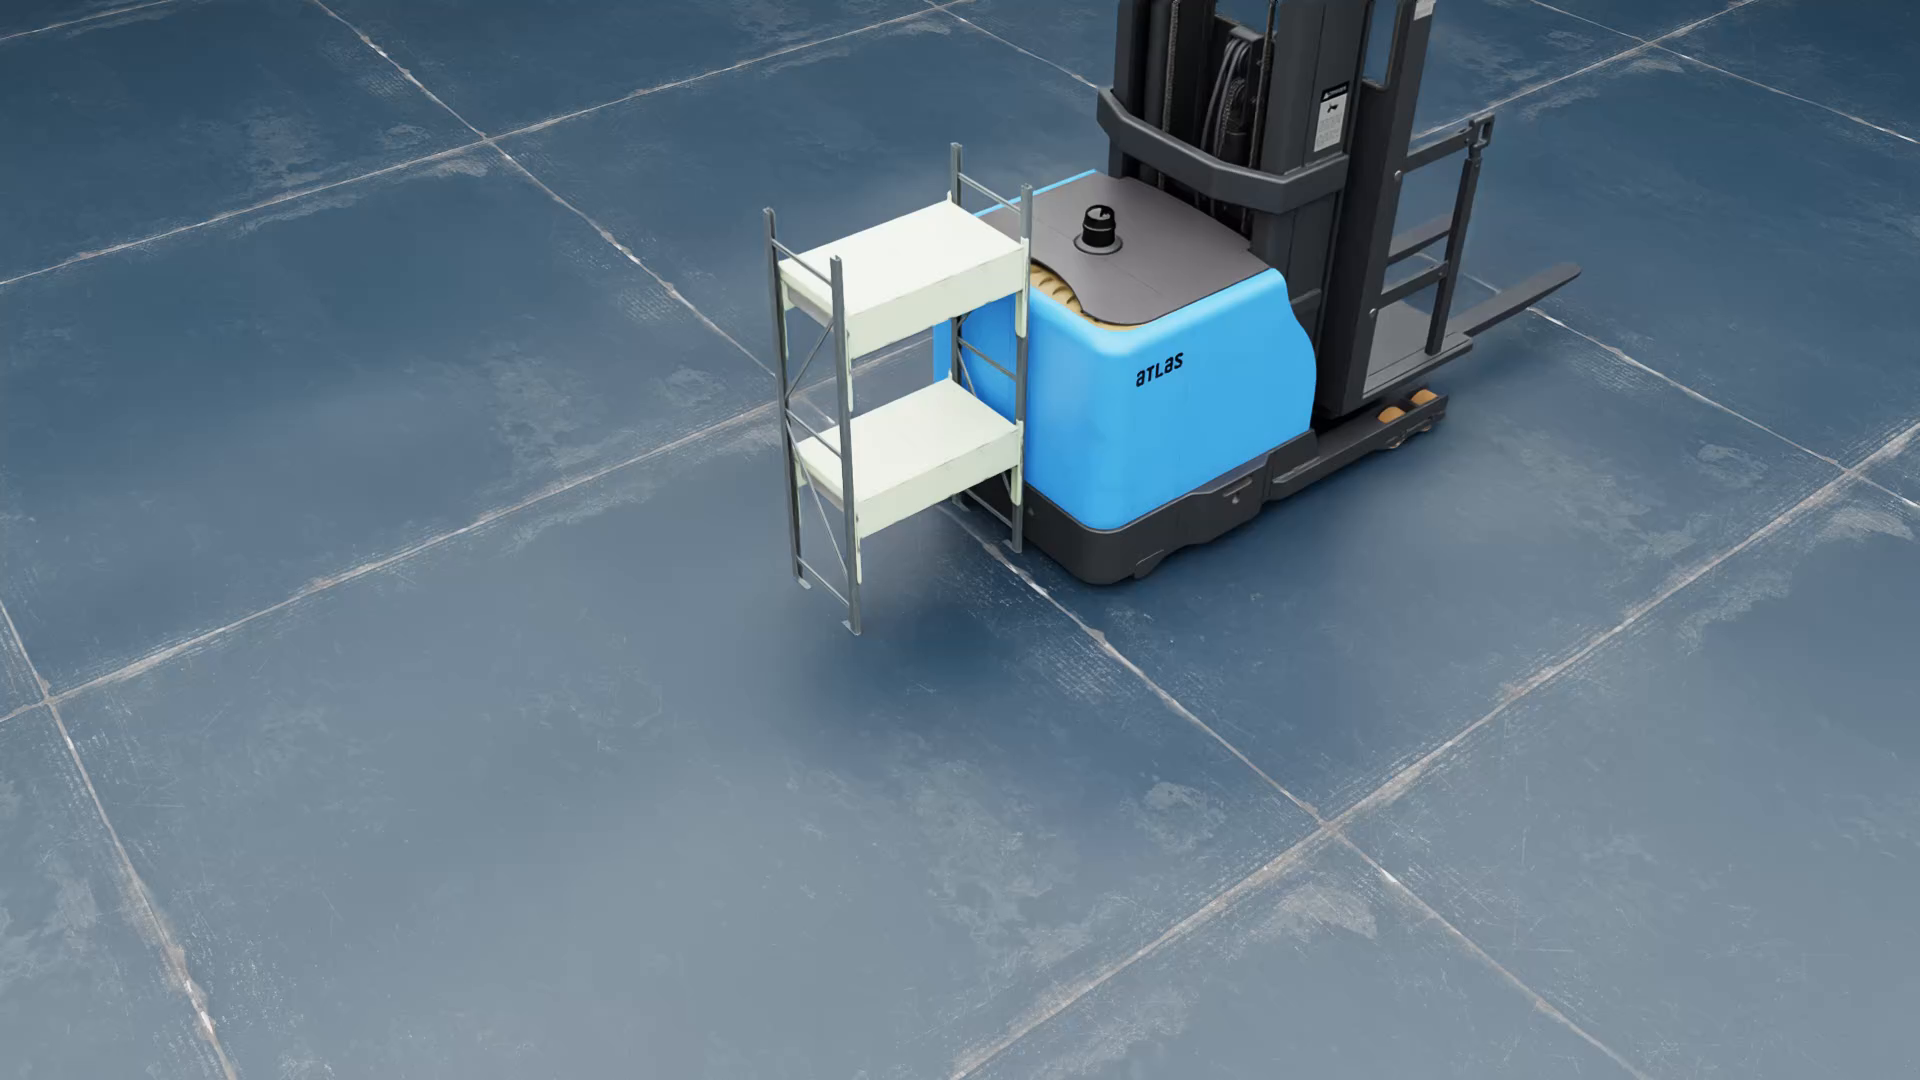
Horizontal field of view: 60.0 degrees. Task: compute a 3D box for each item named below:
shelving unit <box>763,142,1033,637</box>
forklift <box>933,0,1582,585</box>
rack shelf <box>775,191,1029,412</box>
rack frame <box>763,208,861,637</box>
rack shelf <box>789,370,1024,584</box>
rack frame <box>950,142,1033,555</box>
[{"bbox_3d":[-0.189,-0.486,5.660,0.755,1.500,0.431,-26,46,-28],"label":"shelving unit"},{"bbox_3d":[1.360,-1.742,6.063,3.031,2.935,1.130,-26,46,-28],"label":"forklift"},{"bbox_3d":[-0.189,-0.788,5.413,0.720,0.370,0.431,-26,46,-28],"label":"rack shelf"},{"bbox_3d":[-0.478,-0.344,5.486,0.023,1.500,0.400,-26,46,-28],"label":"rack frame"},{"bbox_3d":[-0.189,-0.234,5.867,0.720,0.370,0.431,-26,46,-28],"label":"rack shelf"},{"bbox_3d":[0.099,-0.629,5.834,0.023,1.500,0.400,-26,46,-28],"label":"rack frame"}]
